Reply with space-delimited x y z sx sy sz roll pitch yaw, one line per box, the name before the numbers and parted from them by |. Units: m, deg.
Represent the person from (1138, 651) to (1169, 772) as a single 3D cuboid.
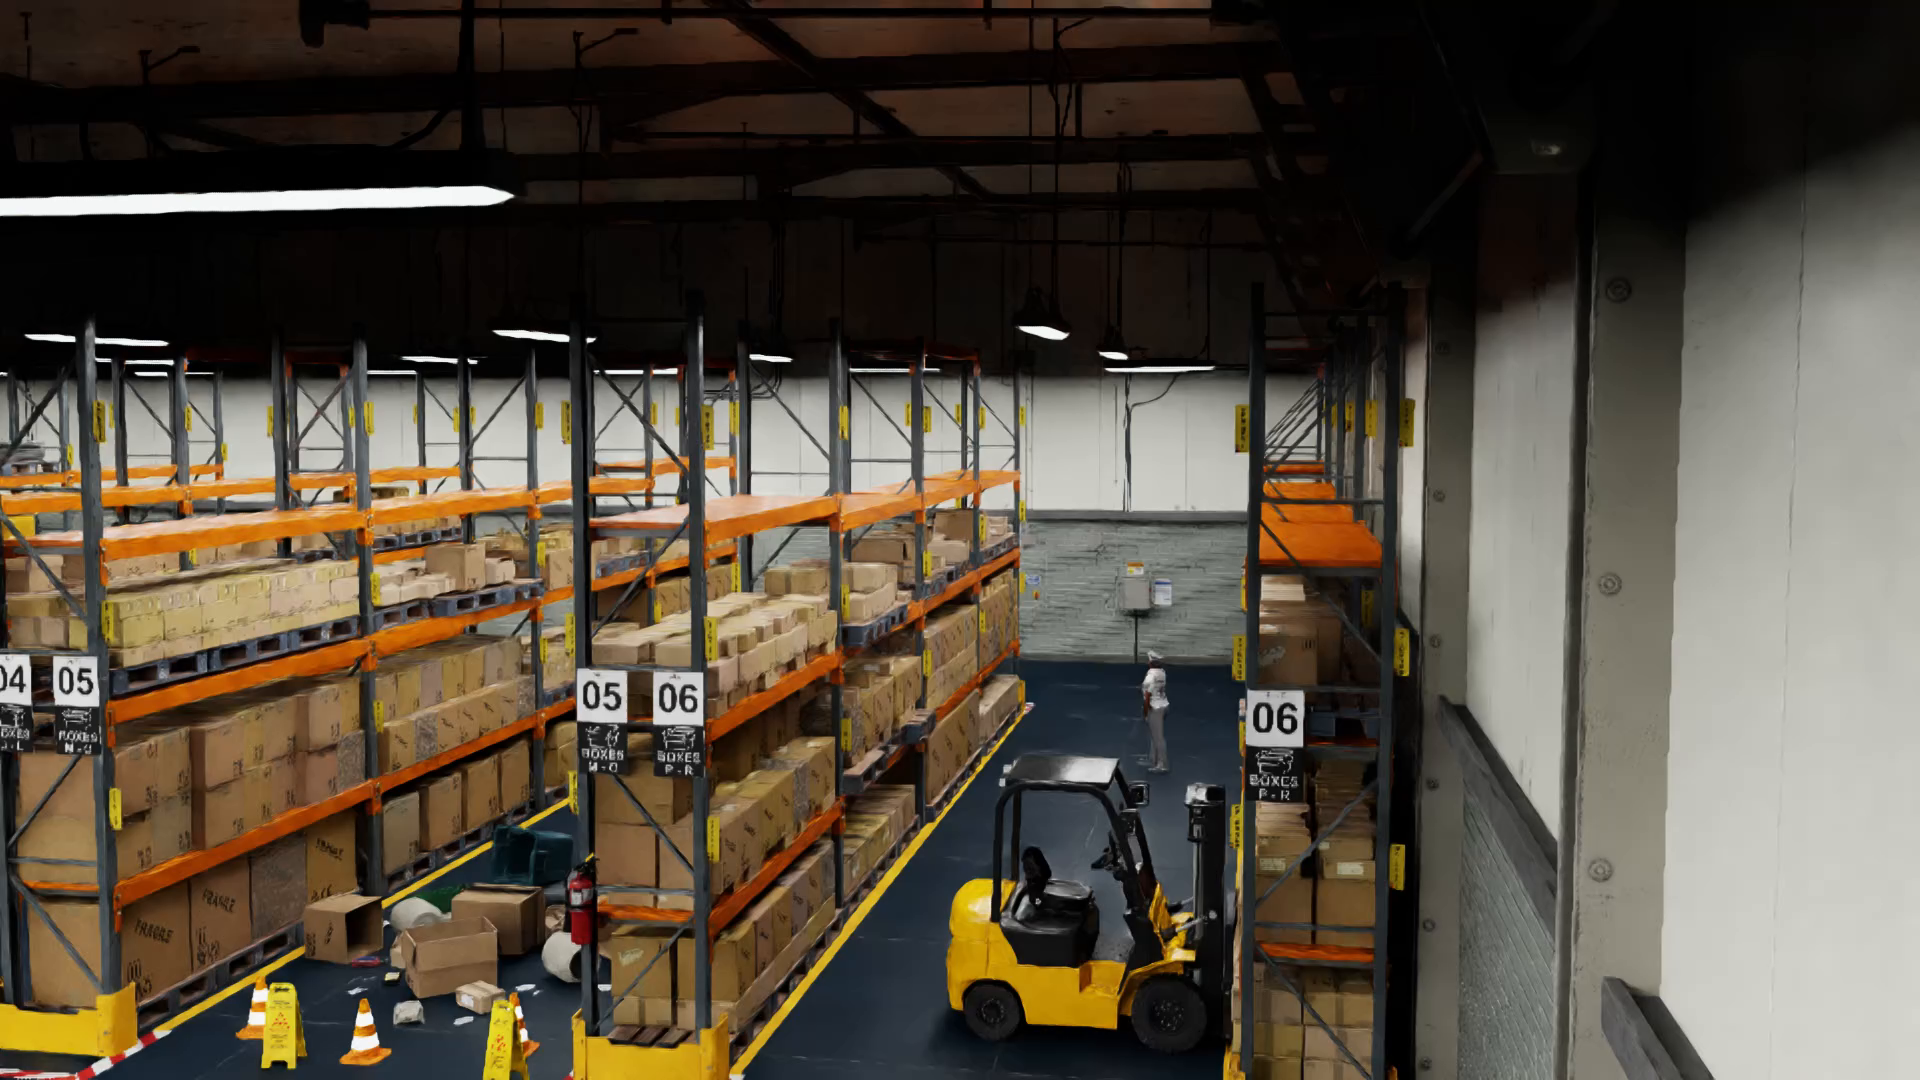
person | 2.757 2.417 23.660 0.565 1.662 0.577 3 5 29
